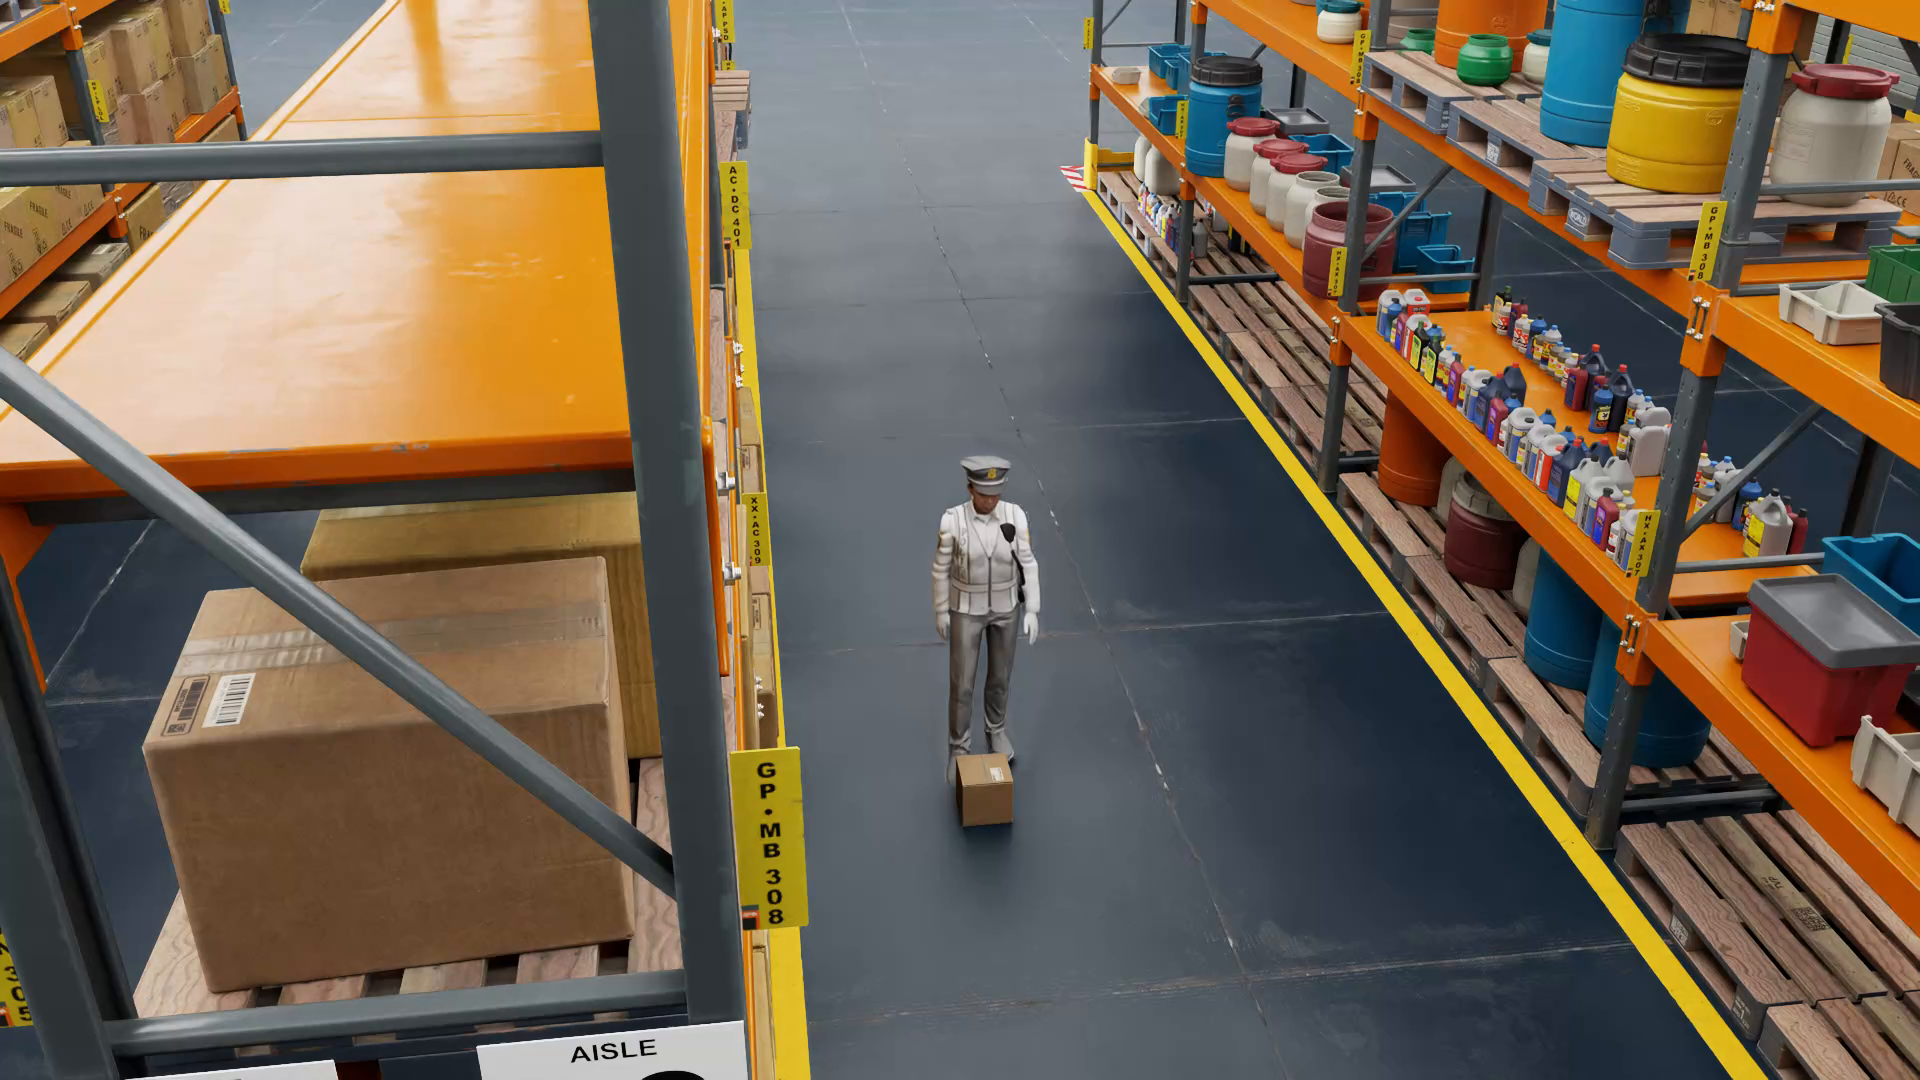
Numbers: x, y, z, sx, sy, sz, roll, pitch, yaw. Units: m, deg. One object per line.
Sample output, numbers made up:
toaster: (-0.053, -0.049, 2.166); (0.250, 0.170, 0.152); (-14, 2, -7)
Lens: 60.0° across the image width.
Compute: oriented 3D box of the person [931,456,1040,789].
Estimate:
person: (0.145, 0.409, 8.295); (0.526, 1.716, 0.457); (-5, 28, -10)
